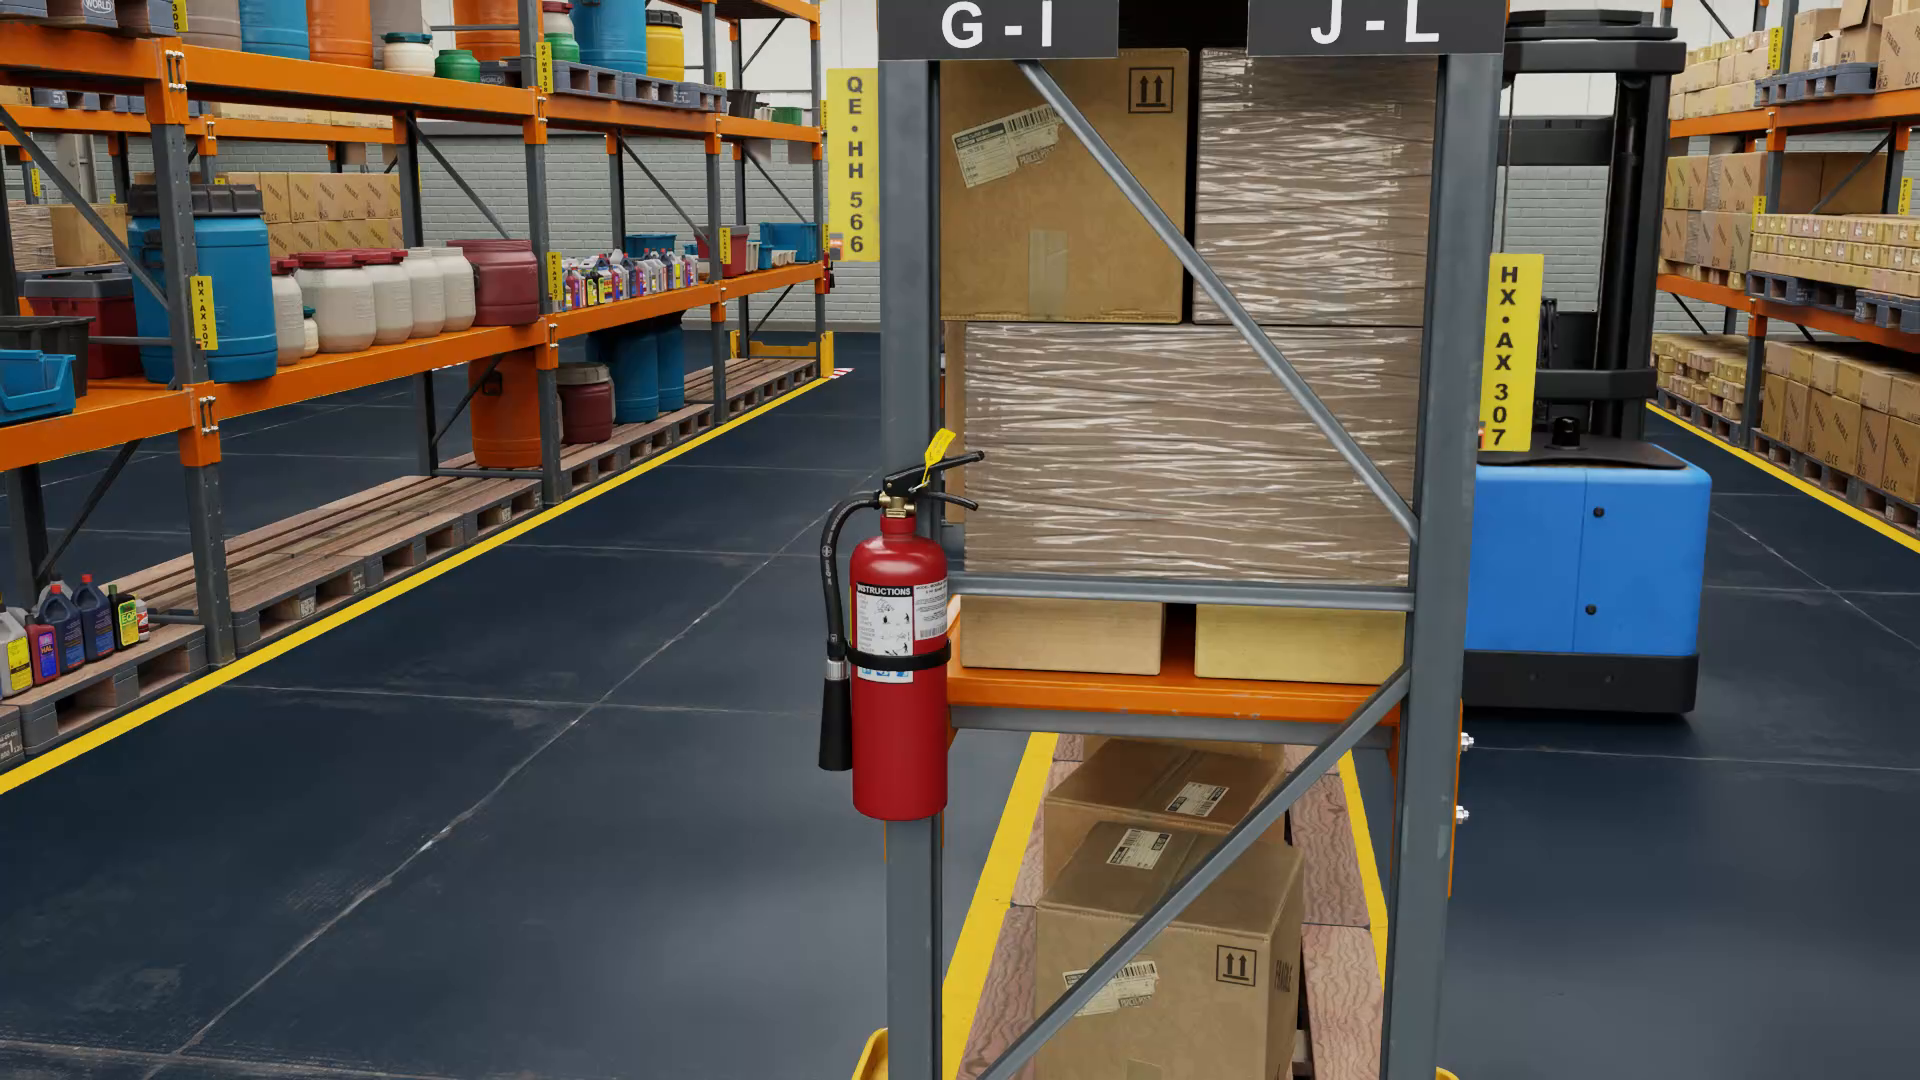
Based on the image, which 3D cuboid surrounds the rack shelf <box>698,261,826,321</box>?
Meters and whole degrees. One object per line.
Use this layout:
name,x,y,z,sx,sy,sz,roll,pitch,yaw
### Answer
rack shelf,-2.375,-2.627,17.269,1.077,0.370,4.000,2,12,9

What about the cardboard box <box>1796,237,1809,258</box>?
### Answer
cardboard box,6.426,-2.162,12.301,0.380,0.149,0.250,2,12,11

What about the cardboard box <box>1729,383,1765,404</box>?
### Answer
cardboard box,6.832,-1.253,14.250,0.380,0.149,0.250,2,12,10

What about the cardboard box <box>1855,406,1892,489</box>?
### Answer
cardboard box,6.409,-0.624,11.205,0.500,0.500,0.500,2,12,11

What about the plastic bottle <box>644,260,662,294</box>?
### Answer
plastic bottle,-2.578,-2.200,13.875,0.152,0.276,0.135,2,12,9

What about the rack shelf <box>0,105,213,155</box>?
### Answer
rack shelf,-7.884,-3.422,13.838,1.077,0.370,4.000,2,12,9

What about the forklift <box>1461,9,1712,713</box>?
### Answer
forklift,2.703,-0.976,8.067,1.130,2.935,3.031,1,12,7

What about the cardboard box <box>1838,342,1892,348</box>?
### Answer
cardboard box,7.233,-1.406,13.056,0.500,0.250,0.500,2,12,7

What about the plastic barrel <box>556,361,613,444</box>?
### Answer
plastic barrel,-3.065,-1.093,13.173,0.600,0.588,0.708,2,12,9

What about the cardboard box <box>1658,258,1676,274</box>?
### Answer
cardboard box,7.246,-2.764,16.796,0.380,0.149,0.250,2,12,7

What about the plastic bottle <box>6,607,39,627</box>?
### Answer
plastic bottle,-3.906,0.404,6.922,0.152,0.276,0.135,2,12,9

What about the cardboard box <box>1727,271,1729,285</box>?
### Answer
cardboard box,7.049,-2.326,14.764,0.380,0.149,0.250,2,12,7

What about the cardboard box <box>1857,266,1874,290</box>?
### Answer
cardboard box,6.225,-1.744,11.066,0.380,0.149,0.250,2,12,8

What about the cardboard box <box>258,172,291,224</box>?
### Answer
cardboard box,-7.147,-3.457,16.805,0.500,0.500,0.500,1,12,7

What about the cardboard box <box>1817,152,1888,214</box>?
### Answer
cardboard box,7.407,-2.989,13.925,0.500,0.500,0.500,2,12,10

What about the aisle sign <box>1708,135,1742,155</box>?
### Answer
aisle sign,8.020,-4.329,17.289,0.394,0.787,0.004,2,12,9

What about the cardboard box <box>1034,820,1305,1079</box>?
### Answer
cardboard box,0.479,0.984,3.745,0.500,0.500,0.500,4,13,19

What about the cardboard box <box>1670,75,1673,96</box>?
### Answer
cardboard box,7.387,-4.605,16.790,0.500,0.250,0.500,2,12,10

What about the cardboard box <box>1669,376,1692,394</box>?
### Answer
cardboard box,7.108,-1.501,16.110,0.380,0.149,0.250,1,12,6

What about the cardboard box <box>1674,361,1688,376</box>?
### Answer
cardboard box,7.237,-1.692,16.287,0.380,0.149,0.250,1,12,6

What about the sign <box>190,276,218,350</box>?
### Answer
sign,-3.371,-1.012,7.411,0.100,0.325,0.005,2,12,9

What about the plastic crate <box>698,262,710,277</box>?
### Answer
plastic crate,-2.469,-2.555,15.711,0.396,0.136,0.243,2,12,9

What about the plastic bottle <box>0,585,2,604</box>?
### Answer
plastic bottle,-4.395,0.274,7.533,0.097,0.271,0.097,0,12,0

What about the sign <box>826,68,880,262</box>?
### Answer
sign,-0.179,-0.646,2.873,0.100,0.325,0.005,2,12,9

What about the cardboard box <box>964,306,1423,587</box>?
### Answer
cardboard box,0.478,-0.211,3.411,0.875,0.500,0.500,2,12,9

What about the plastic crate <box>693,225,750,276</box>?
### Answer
plastic crate,-2.297,-2.800,16.073,0.402,0.464,0.583,2,12,9

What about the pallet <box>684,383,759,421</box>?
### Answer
pallet,-2.607,-1.353,16.271,1.003,0.211,1.213,2,12,9

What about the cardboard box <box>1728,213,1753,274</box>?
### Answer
cardboard box,6.893,-2.524,14.141,0.500,0.500,0.500,2,12,9

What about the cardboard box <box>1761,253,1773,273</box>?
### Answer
cardboard box,6.545,-2.177,13.076,0.380,0.149,0.250,2,12,10

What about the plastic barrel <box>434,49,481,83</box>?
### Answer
plastic barrel,-3.285,-3.067,10.852,0.294,0.245,0.294,0,12,0

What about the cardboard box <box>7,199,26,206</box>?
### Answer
cardboard box,-11.925,-3.756,20.089,0.980,0.700,0.700,2,12,11

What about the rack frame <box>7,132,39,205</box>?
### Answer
rack frame,-11.856,-3.716,20.615,1.000,3.000,0.127,2,12,9

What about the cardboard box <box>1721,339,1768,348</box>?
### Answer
cardboard box,7.872,-1.928,16.678,0.380,0.149,0.250,2,12,7

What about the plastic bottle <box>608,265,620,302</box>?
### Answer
plastic bottle,-2.689,-1.991,12.889,0.061,0.283,0.133,2,12,9

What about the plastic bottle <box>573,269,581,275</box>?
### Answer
plastic bottle,-3.182,-2.140,13.773,0.097,0.201,0.097,0,12,0

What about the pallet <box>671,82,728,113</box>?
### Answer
pallet,-2.706,-3.770,14.193,1.213,0.211,1.003,2,12,9

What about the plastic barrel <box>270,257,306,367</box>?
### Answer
plastic barrel,-3.549,-1.155,8.411,0.433,0.535,0.433,0,12,0

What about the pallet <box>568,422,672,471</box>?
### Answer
pallet,-3.027,-0.785,13.634,1.003,0.211,1.213,2,12,9

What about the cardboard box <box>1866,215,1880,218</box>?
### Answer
cardboard box,7.146,-2.394,12.667,0.380,0.149,0.250,1,12,7

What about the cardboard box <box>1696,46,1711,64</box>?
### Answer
cardboard box,7.159,-4.559,15.629,0.380,0.149,0.250,2,12,10

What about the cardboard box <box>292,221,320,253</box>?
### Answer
cardboard box,-7.074,-3.080,17.428,0.500,0.500,0.500,2,12,8

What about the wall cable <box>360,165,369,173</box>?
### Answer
wall cable,-10.633,-6.296,25.719,3.097,2.526,0.112,2,12,9

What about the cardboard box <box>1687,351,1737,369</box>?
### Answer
cardboard box,7.023,-1.679,15.521,0.380,0.149,0.250,1,12,7

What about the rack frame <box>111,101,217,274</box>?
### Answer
rack frame,-7.576,-2.723,16.010,1.000,3.000,0.127,2,12,9

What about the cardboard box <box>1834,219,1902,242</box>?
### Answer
cardboard box,6.306,-2.146,11.520,0.380,0.149,0.250,2,12,11

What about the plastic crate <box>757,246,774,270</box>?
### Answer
plastic crate,-2.129,-2.906,17.114,0.416,0.233,0.300,2,12,9

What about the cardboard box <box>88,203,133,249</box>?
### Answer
cardboard box,-7.870,-2.886,15.531,0.700,0.500,0.500,-2,12,-10

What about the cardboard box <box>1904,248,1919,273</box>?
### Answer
cardboard box,6.108,-1.733,10.306,0.380,0.149,0.250,2,12,10

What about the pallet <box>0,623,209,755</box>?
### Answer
pallet,-4.057,0.605,7.185,1.003,0.211,1.213,2,12,9

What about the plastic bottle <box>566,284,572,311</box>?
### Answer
plastic bottle,-2.851,-1.755,11.990,0.097,0.201,0.097,0,12,0

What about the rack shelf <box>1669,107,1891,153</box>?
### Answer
rack shelf,7.405,-3.751,15.365,1.077,0.370,4.000,2,12,9

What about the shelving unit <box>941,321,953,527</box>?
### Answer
shelving unit,0.025,-1.061,10.432,0.431,2.100,0.503,2,12,9
